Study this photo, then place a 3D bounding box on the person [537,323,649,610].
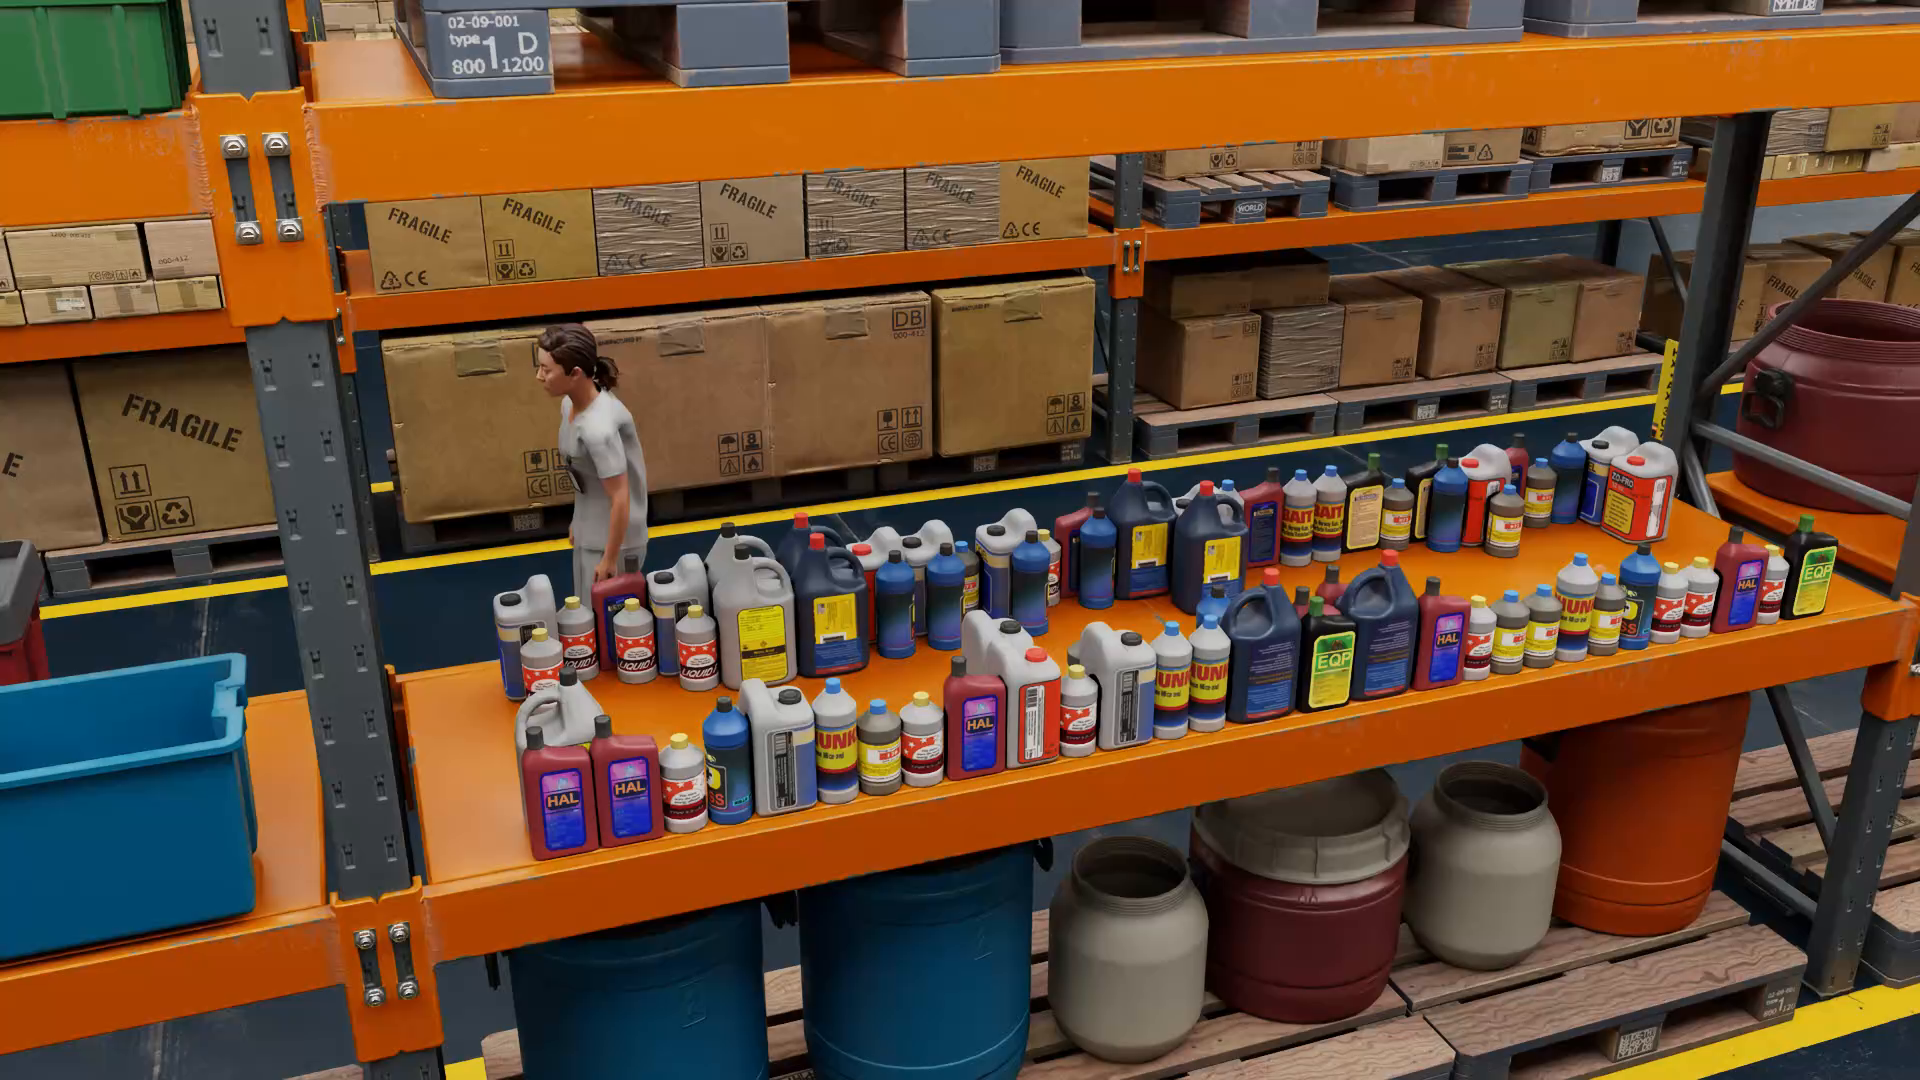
[{"bbox_3d":[-1.323,0.007,6.080,0.362,1.671,0.510,-10,25,-22],"label":"person"}]
